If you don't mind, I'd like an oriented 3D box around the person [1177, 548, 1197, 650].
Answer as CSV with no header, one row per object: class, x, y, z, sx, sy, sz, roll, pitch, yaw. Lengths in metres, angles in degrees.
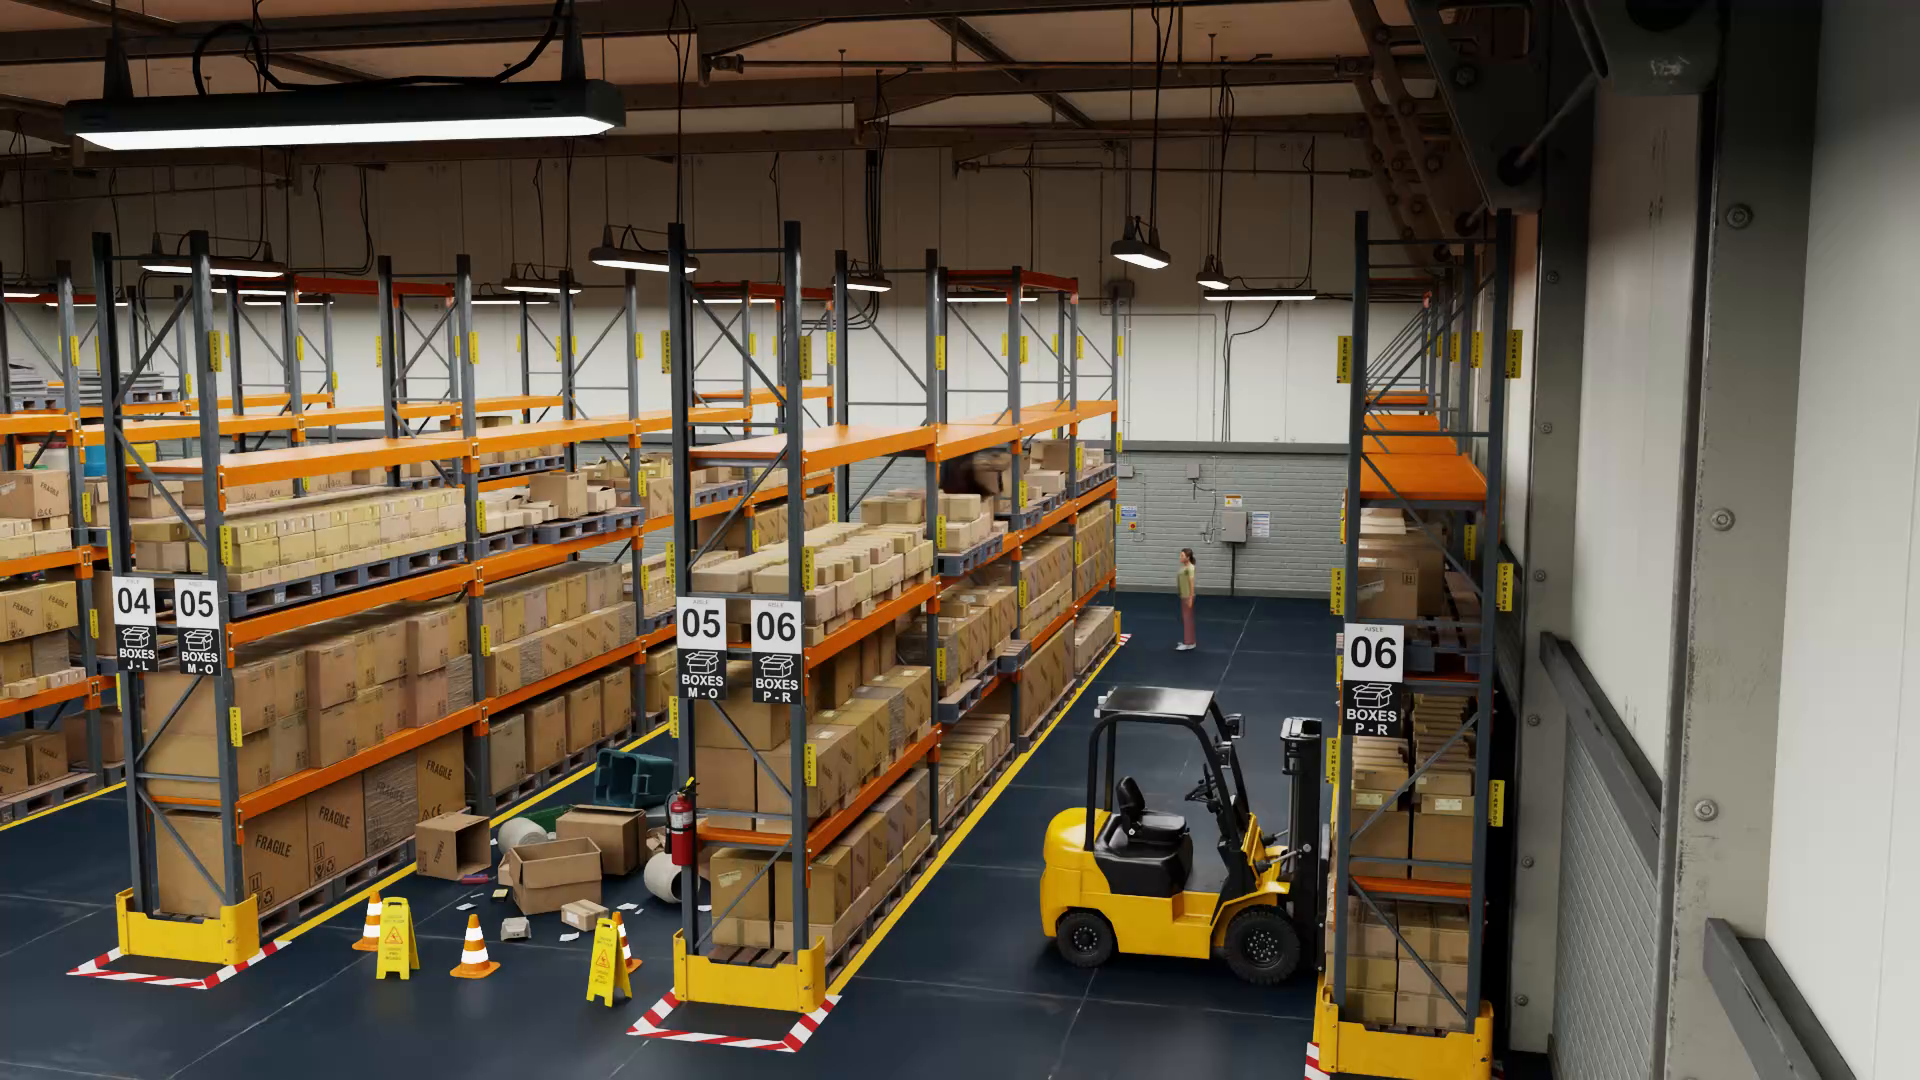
person,3.753,0.967,27.616,0.349,1.678,0.514,0,7,-2
